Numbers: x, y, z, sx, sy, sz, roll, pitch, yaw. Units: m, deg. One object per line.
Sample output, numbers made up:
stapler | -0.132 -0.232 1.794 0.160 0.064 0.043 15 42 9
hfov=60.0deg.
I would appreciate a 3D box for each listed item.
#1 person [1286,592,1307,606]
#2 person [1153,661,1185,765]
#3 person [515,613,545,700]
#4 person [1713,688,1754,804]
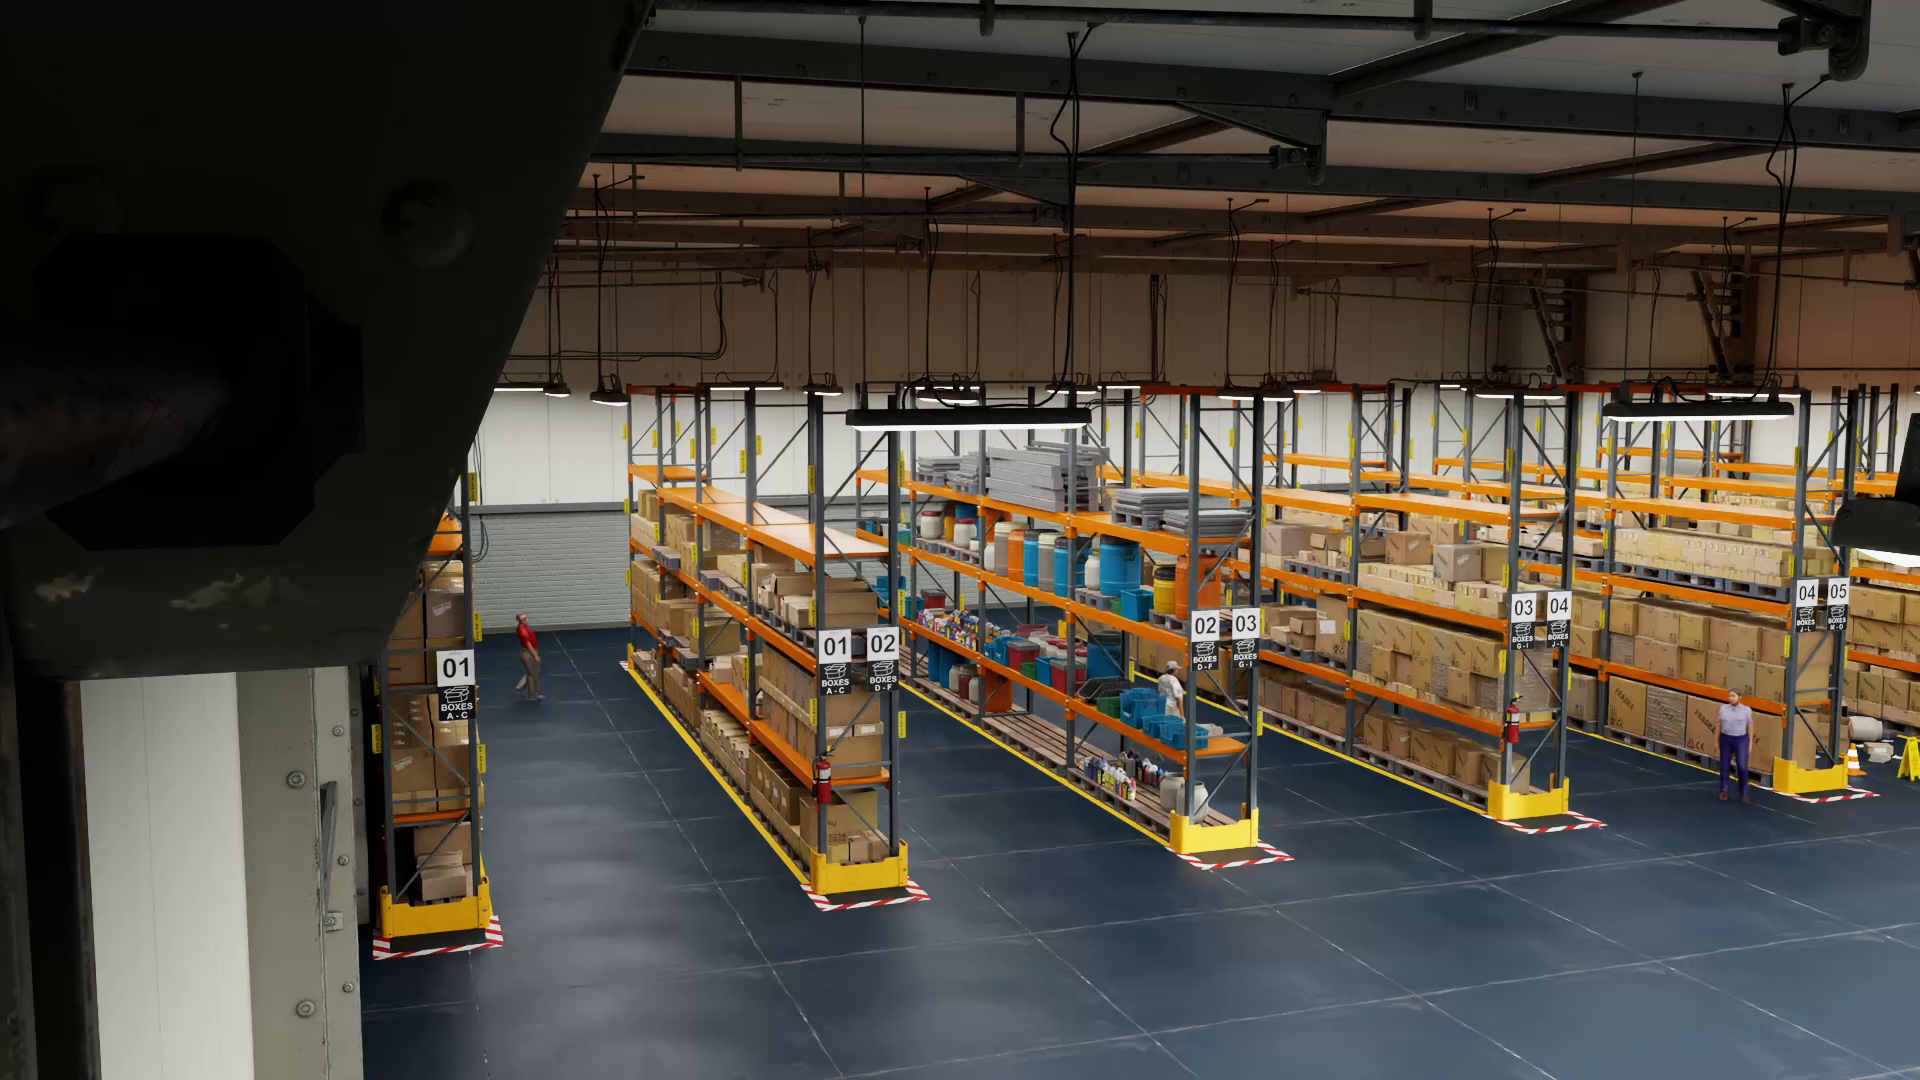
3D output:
person | 8.732 1.016 43.364 0.529 1.649 0.687 5 8 40
person | 3.393 2.755 26.609 0.594 1.661 0.563 -3 7 -29
person | -8.154 2.223 31.630 0.531 1.692 0.583 -4 7 -32
person | 11.349 3.011 24.393 0.530 1.693 0.353 5 8 39
